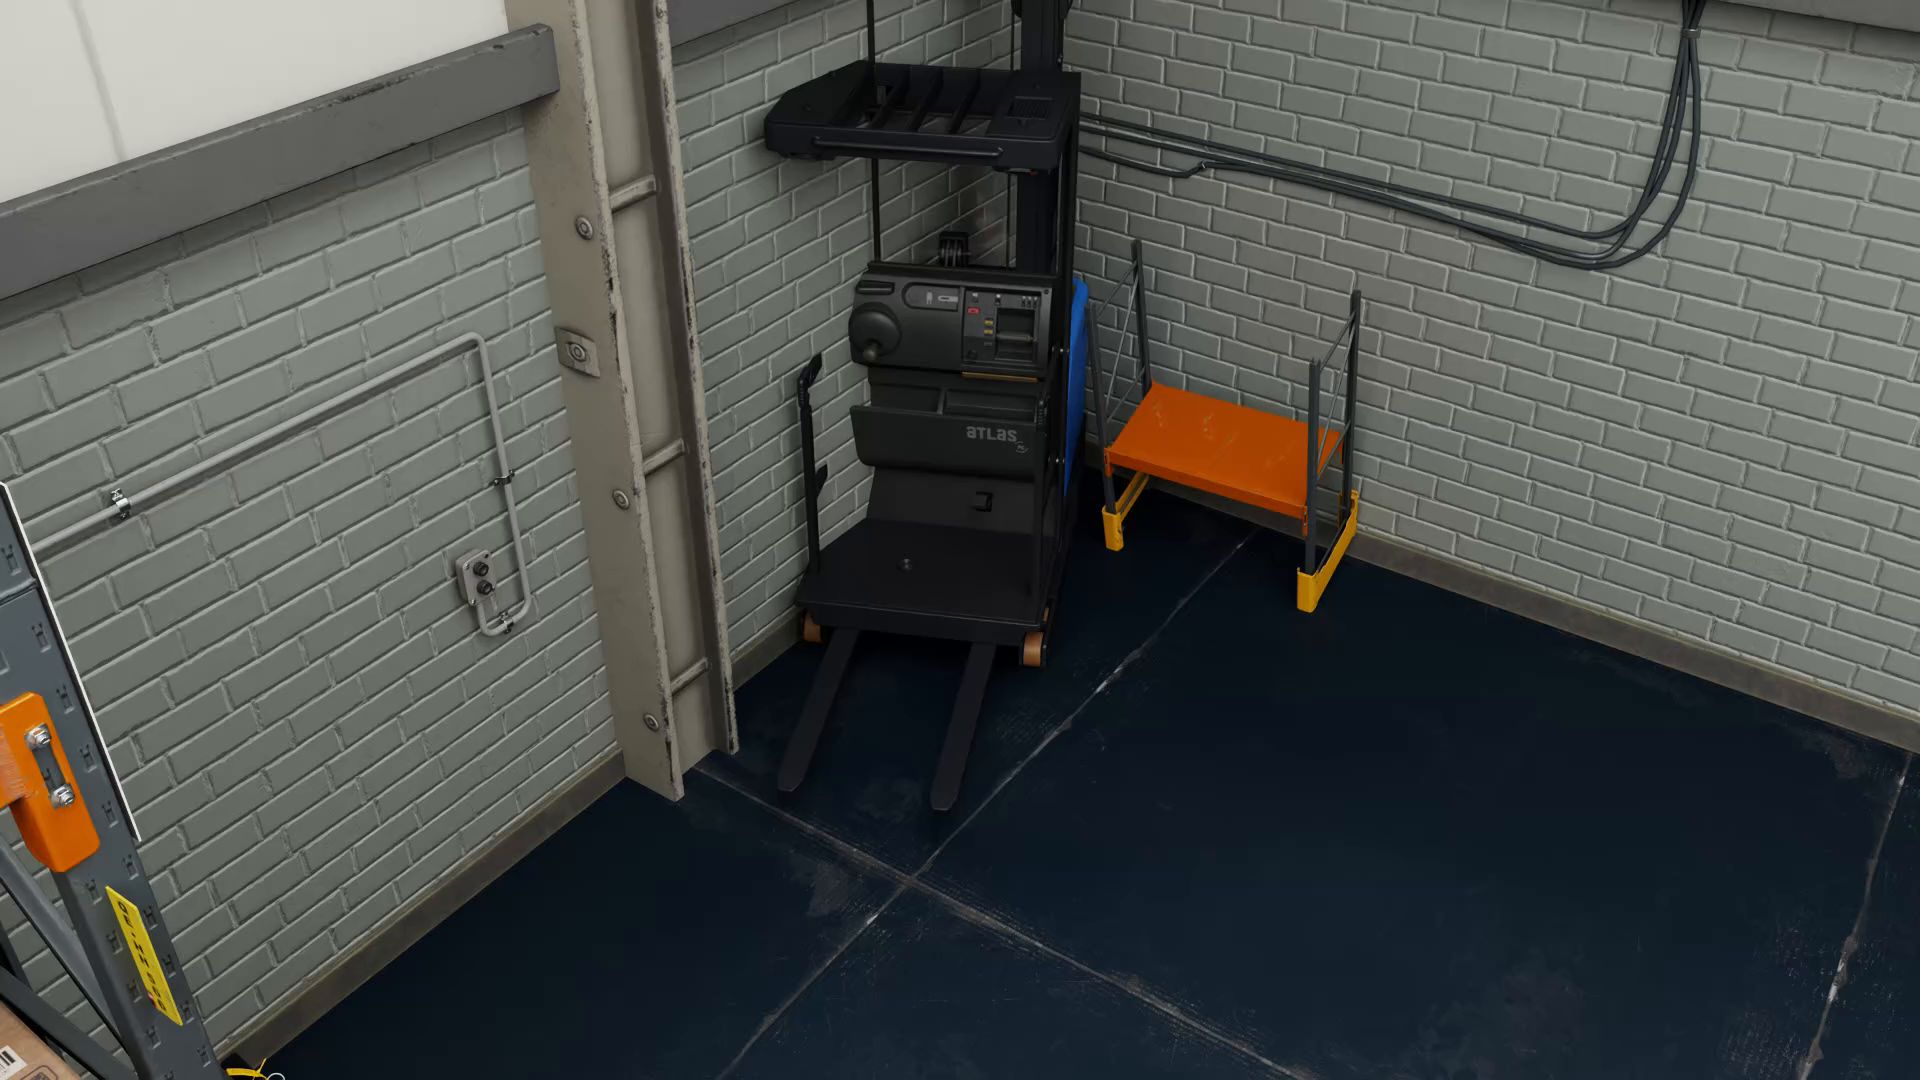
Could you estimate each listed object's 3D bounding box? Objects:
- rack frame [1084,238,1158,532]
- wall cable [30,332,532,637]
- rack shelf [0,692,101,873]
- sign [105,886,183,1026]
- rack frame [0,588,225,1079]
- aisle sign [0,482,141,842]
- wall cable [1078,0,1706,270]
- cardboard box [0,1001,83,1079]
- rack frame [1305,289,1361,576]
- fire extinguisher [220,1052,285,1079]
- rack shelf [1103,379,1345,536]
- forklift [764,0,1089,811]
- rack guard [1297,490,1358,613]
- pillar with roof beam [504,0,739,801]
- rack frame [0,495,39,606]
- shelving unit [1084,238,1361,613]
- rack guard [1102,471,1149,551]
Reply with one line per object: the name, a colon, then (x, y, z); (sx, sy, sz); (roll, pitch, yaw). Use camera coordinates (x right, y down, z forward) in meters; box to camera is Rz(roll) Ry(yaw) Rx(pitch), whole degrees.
rack frame: (0.771, -0.663, 7.800); (0.032, 1.500, 0.500); (18, 54, 25)
wall cable: (-2.034, -0.122, 4.846); (0.084, 1.984, 1.851); (21, 39, 28)
rack shelf: (-3.127, 1.166, 1.813); (1.077, 0.370, 4.000); (21, 39, 28)
sign: (-1.549, 0.792, 3.156); (0.100, 0.325, 0.005); (21, 39, 28)
rack frame: (-1.987, 1.190, 3.813); (1.000, 3.000, 0.127); (21, 39, 28)
aisle sign: (-1.699, 0.176, 2.992); (0.394, 0.787, 0.004); (21, 39, 28)
wall cable: (1.532, -2.498, 6.682); (3.097, 2.526, 0.112); (21, 39, 28)
cardboard box: (-2.269, 1.304, 3.377); (0.980, 0.700, 0.700); (23, 40, 30)
rack frame: (1.645, -0.373, 7.368); (0.032, 1.500, 0.500); (18, 54, 25)
fire extinguisher: (-1.521, 1.454, 3.823); (0.296, 0.674, 0.183); (21, 39, 28)
rack shelf: (1.233, -0.397, 7.715); (1.000, 0.185, 0.538); (18, 54, 25)
forklift: (-0.110, -0.868, 6.917); (1.130, 2.935, 3.031); (6, 34, 8)
rack guard: (1.730, 0.046, 7.823); (0.087, 0.250, 0.587); (18, 54, 25)
pillar with roof beam: (2.379, -1.439, 2.345); (9.100, 9.000, 0.400); (21, 39, 28)
rack frame: (-1.987, -1.295, 2.132); (1.000, 3.000, 0.127); (21, 39, 28)
shelving unit: (1.216, -0.516, 7.580); (1.083, 1.500, 0.587); (18, 54, 25)
rack guard: (0.874, -0.237, 8.247); (0.087, 0.250, 0.587); (18, 54, 25)
